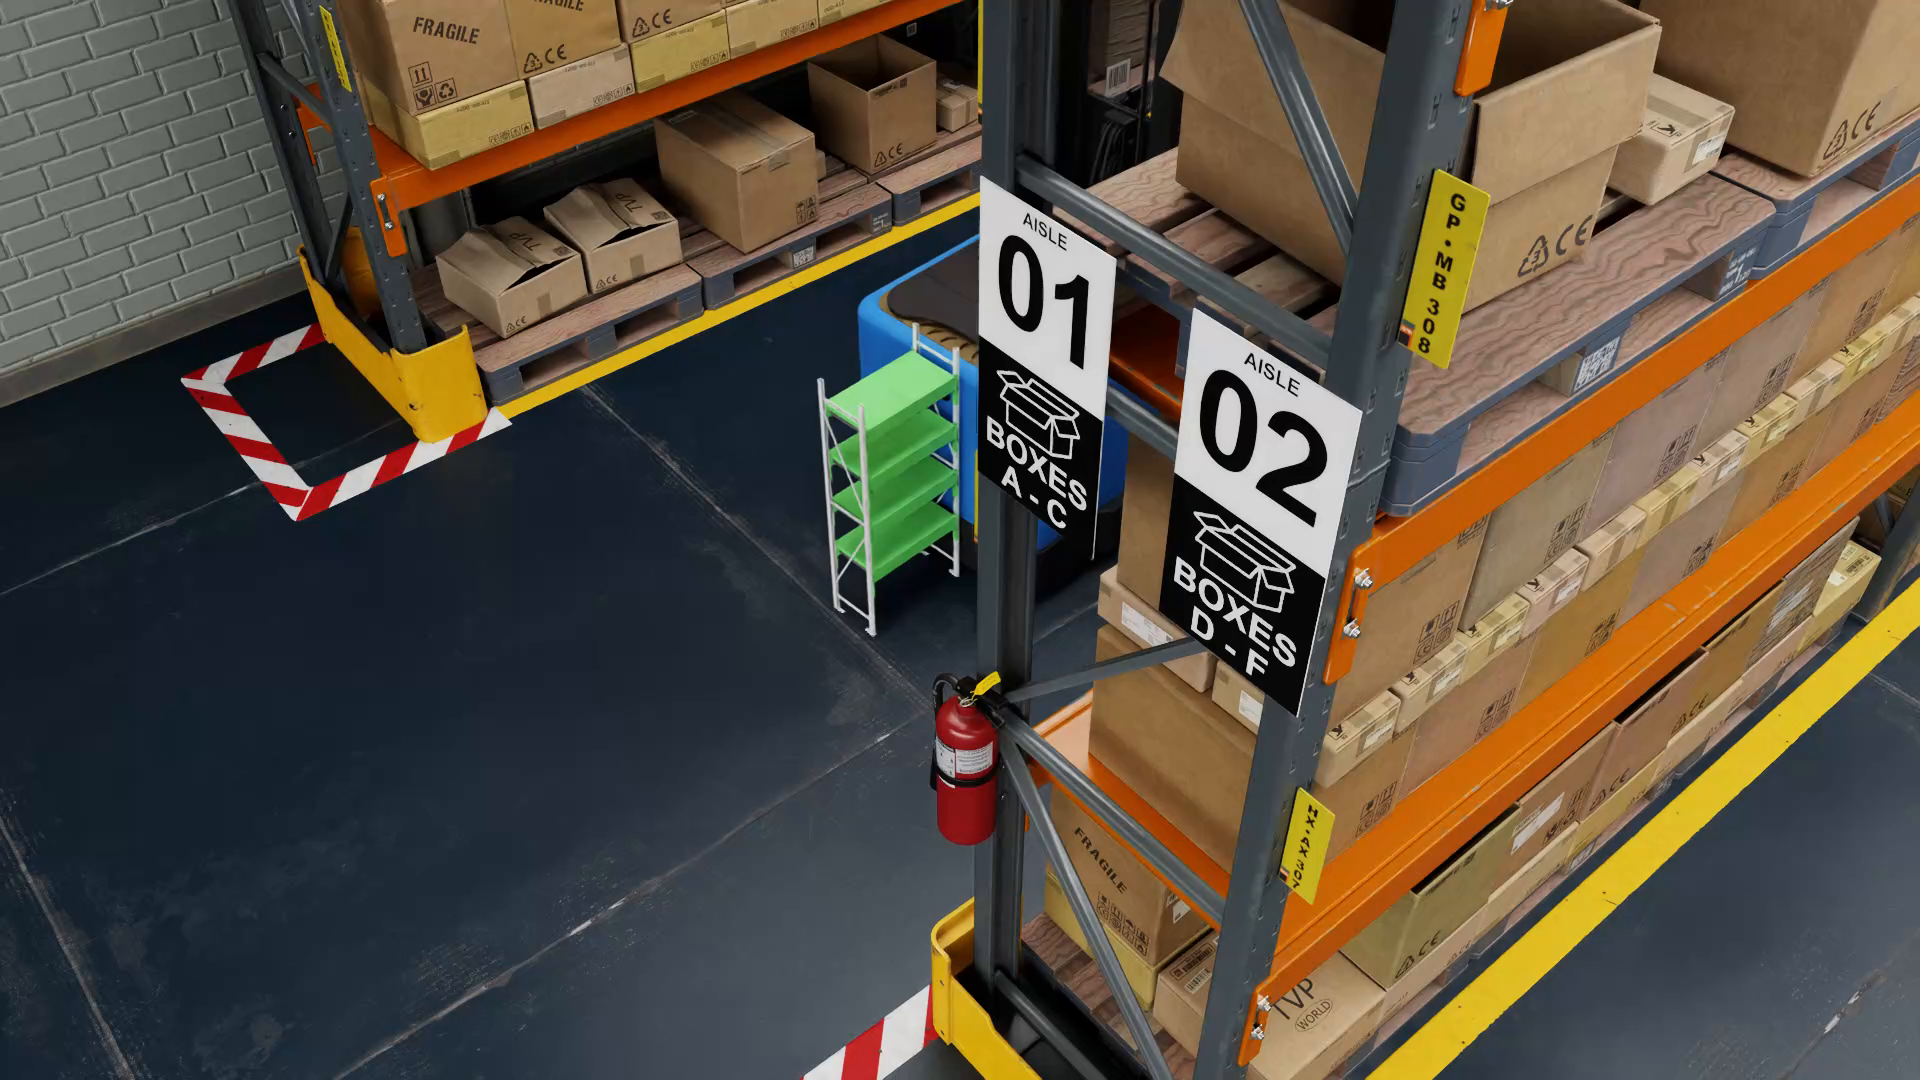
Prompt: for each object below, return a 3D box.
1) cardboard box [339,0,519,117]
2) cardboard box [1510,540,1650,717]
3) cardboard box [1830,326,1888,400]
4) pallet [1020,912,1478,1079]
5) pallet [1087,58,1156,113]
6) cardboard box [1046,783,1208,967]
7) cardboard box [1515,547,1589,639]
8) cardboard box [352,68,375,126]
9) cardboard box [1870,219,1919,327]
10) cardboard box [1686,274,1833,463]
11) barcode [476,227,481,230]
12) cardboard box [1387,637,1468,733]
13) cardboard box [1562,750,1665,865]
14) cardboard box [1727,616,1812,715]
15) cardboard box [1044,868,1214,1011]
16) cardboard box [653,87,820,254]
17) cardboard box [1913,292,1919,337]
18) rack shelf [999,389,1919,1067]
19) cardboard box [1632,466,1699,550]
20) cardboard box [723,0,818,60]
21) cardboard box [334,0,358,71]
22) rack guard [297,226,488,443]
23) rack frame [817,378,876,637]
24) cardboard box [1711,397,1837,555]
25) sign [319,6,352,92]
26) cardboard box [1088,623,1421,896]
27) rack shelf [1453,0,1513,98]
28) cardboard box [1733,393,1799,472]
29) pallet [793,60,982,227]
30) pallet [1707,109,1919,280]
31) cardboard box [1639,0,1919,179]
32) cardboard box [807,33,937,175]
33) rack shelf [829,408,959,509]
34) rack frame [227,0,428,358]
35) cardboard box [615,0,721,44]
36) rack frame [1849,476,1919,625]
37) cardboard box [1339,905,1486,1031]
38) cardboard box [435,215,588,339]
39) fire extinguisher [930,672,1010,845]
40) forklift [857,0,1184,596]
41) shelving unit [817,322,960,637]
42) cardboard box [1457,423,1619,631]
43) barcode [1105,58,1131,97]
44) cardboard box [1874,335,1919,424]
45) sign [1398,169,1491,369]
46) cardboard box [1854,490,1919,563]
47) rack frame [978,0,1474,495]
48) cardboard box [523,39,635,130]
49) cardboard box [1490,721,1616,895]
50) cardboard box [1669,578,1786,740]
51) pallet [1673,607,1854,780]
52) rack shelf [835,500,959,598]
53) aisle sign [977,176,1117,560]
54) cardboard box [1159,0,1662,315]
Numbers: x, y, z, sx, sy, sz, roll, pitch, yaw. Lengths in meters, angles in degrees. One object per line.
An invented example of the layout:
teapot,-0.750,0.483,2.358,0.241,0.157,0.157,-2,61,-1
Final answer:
cardboard box,-2.214,-2.152,6.898,0.500,0.500,0.500,-30,51,-28
cardboard box,1.558,0.042,4.941,0.500,0.500,0.700,-29,51,-28
cardboard box,2.623,-0.627,5.179,0.250,0.149,0.380,-30,51,-28
pallet,0.967,1.384,5.622,1.213,0.211,1.003,-30,51,-28
pallet,0.891,-2.957,10.245,1.213,0.211,1.003,-30,51,-28
cardboard box,0.628,0.909,5.245,0.500,0.500,0.500,-30,51,-28
cardboard box,1.435,0.057,4.451,0.250,0.149,0.380,-31,51,-28
cardboard box,-2.539,-2.134,7.426,0.500,0.250,0.500,-29,50,-27
cardboard box,2.753,-1.120,5.231,0.500,0.500,0.700,-30,51,-28
cardboard box,1.985,-0.681,4.764,0.500,0.500,0.700,-30,51,-28
barcode,-2.428,-1.533,8.327,0.075,0.075,0.001,-30,51,-28
cardboard box,1.048,0.276,4.218,0.250,0.149,0.380,-31,51,-29
cardboard box,2.113,0.798,5.911,0.500,0.250,0.500,-30,51,-28
cardboard box,2.871,0.350,6.387,0.500,0.250,0.500,-30,51,-28
cardboard box,0.629,1.184,5.500,0.500,0.250,0.500,-30,51,-28
cardboard box,-1.153,-1.926,8.615,0.500,0.500,0.700,-33,52,-30
cardboard box,3.015,-0.849,5.416,0.250,0.149,0.380,-31,51,-29
rack shelf,1.942,0.109,5.468,4.000,0.370,1.077,-30,51,-28
cardboard box,1.833,-0.174,4.697,0.250,0.149,0.380,-30,51,-28
cardboard box,-1.023,-2.552,7.871,0.500,0.250,0.500,-29,51,-28
cardboard box,-2.548,-2.419,7.182,0.500,0.500,0.500,-30,51,-28
rack guard,-2.715,-0.996,7.946,0.348,0.500,1.175,-30,51,-28
rack frame,-0.435,-0.101,6.481,0.240,1.200,0.015,34,53,31
cardboard box,2.352,-0.416,5.429,0.500,0.500,0.700,-29,50,-27
sign,-2.425,-1.905,6.455,0.005,0.325,0.100,-30,51,-28
cardboard box,0.774,0.491,4.464,0.500,0.500,0.700,-30,51,-28
rack shelf,1.942,-1.932,3.551,4.000,0.370,1.077,-30,51,-28
cardboard box,2.228,-0.397,4.935,0.250,0.149,0.380,-28,50,-27
pallet,-0.198,-2.301,9.546,1.213,0.211,1.003,-30,51,-28
pallet,1.903,-1.172,4.180,1.213,0.211,1.003,-30,51,-28
cardboard box,1.857,-1.195,3.658,0.500,0.500,0.500,-30,51,-28
cardboard box,-0.476,-2.404,9.123,0.500,0.500,0.500,-34,53,-31
rack shelf,-0.264,-0.347,6.486,0.258,0.148,0.480,34,53,31
rack frame,-2.773,-1.874,7.055,0.127,3.000,1.000,-30,51,-28
cardboard box,-1.429,-2.588,7.361,0.500,0.500,0.500,-31,52,-29
rack frame,3.476,-1.032,6.157,0.127,3.000,1.000,-30,51,-28
cardboard box,1.343,1.234,5.446,0.500,0.250,0.500,-30,51,-28
cardboard box,-2.185,-1.311,8.098,0.500,0.311,0.500,33,52,30
fire extinguisher,0.019,0.562,4.518,0.183,0.674,0.296,-30,51,-28
forklift,0.964,-1.733,6.954,1.130,2.935,3.031,34,53,31
shelving unit,-0.264,-0.219,6.607,0.258,1.200,0.503,34,53,31
cardboard box,1.215,-0.239,4.293,0.500,0.500,0.700,-31,51,-29
barcode,0.330,-0.965,3.472,0.075,0.075,0.001,-30,51,-28
cardboard box,3.140,-0.870,5.912,0.500,0.500,0.700,-31,51,-29
sign,0.759,-0.421,2.620,0.005,0.325,0.100,-30,51,-28
cardboard box,3.944,-0.229,7.005,0.500,0.250,0.500,-31,51,-29
rack frame,0.408,-1.461,2.233,0.127,3.000,1.000,-30,51,-28
cardboard box,-1.806,-2.110,7.401,0.500,0.250,0.500,-31,52,-29
cardboard box,1.719,0.735,5.430,0.500,0.500,0.500,-30,51,-28
cardboard box,2.488,0.298,5.896,0.500,0.500,0.500,-30,51,-28
pallet,2.839,0.312,6.763,1.213,0.211,1.003,-30,51,-28
rack shelf,-0.264,0.002,6.815,0.258,0.148,0.480,34,53,31
aisle sign,0.169,-0.348,3.530,0.004,0.787,0.394,-30,51,-28
cardboard box,0.851,-0.860,3.299,0.637,0.503,0.797,-26,49,-25
